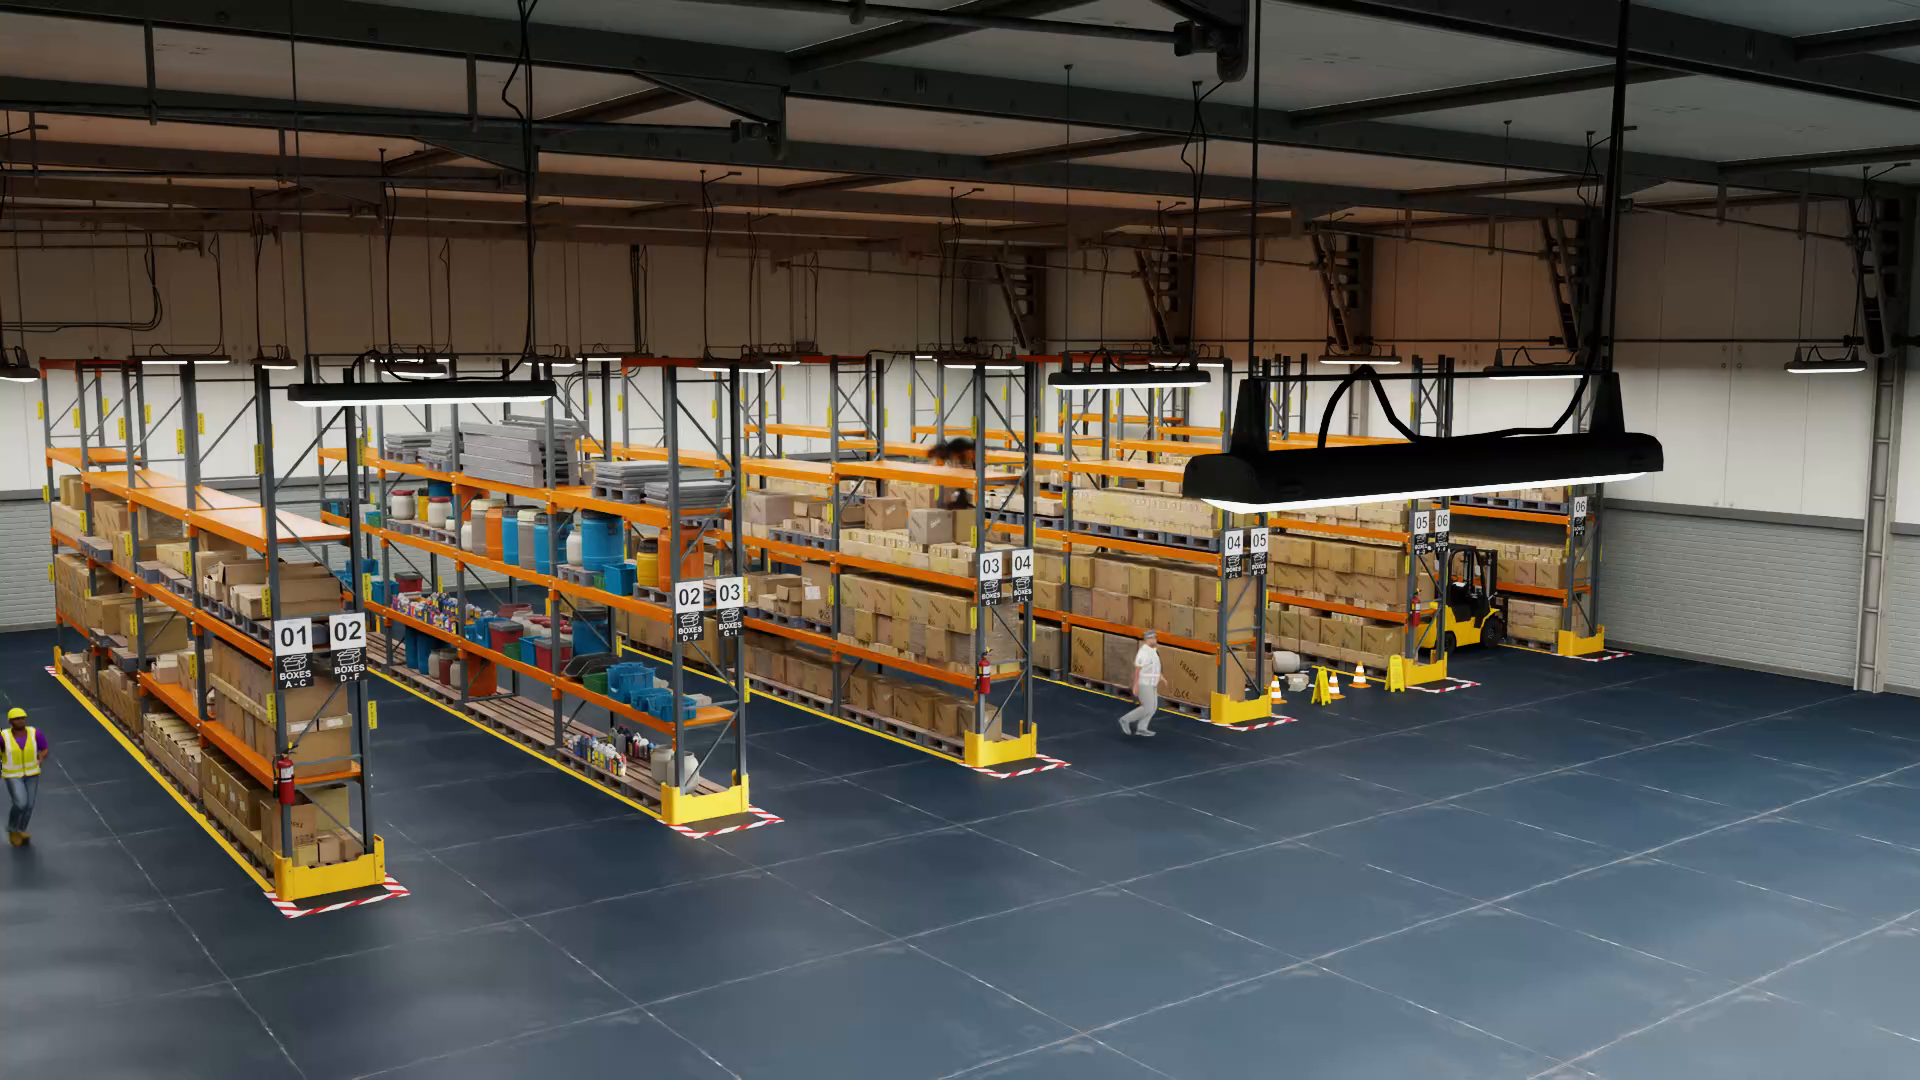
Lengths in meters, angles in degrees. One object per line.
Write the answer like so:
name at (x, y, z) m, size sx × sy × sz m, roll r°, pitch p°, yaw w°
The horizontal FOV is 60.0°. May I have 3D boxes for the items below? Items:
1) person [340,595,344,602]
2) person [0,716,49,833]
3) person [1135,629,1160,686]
person at (-12.108, 1.314, 31.827) m, size 0.663 × 0.640 × 0.508 m, roll -4°, pitch 8°, yaw -29°
person at (-11.761, 2.932, 20.822) m, size 0.673 × 1.617 × 0.695 m, roll 7°, pitch 9°, yaw 44°
person at (2.990, 1.865, 26.565) m, size 0.407 × 0.901 × 0.586 m, roll 2°, pitch 7°, yaw 18°
